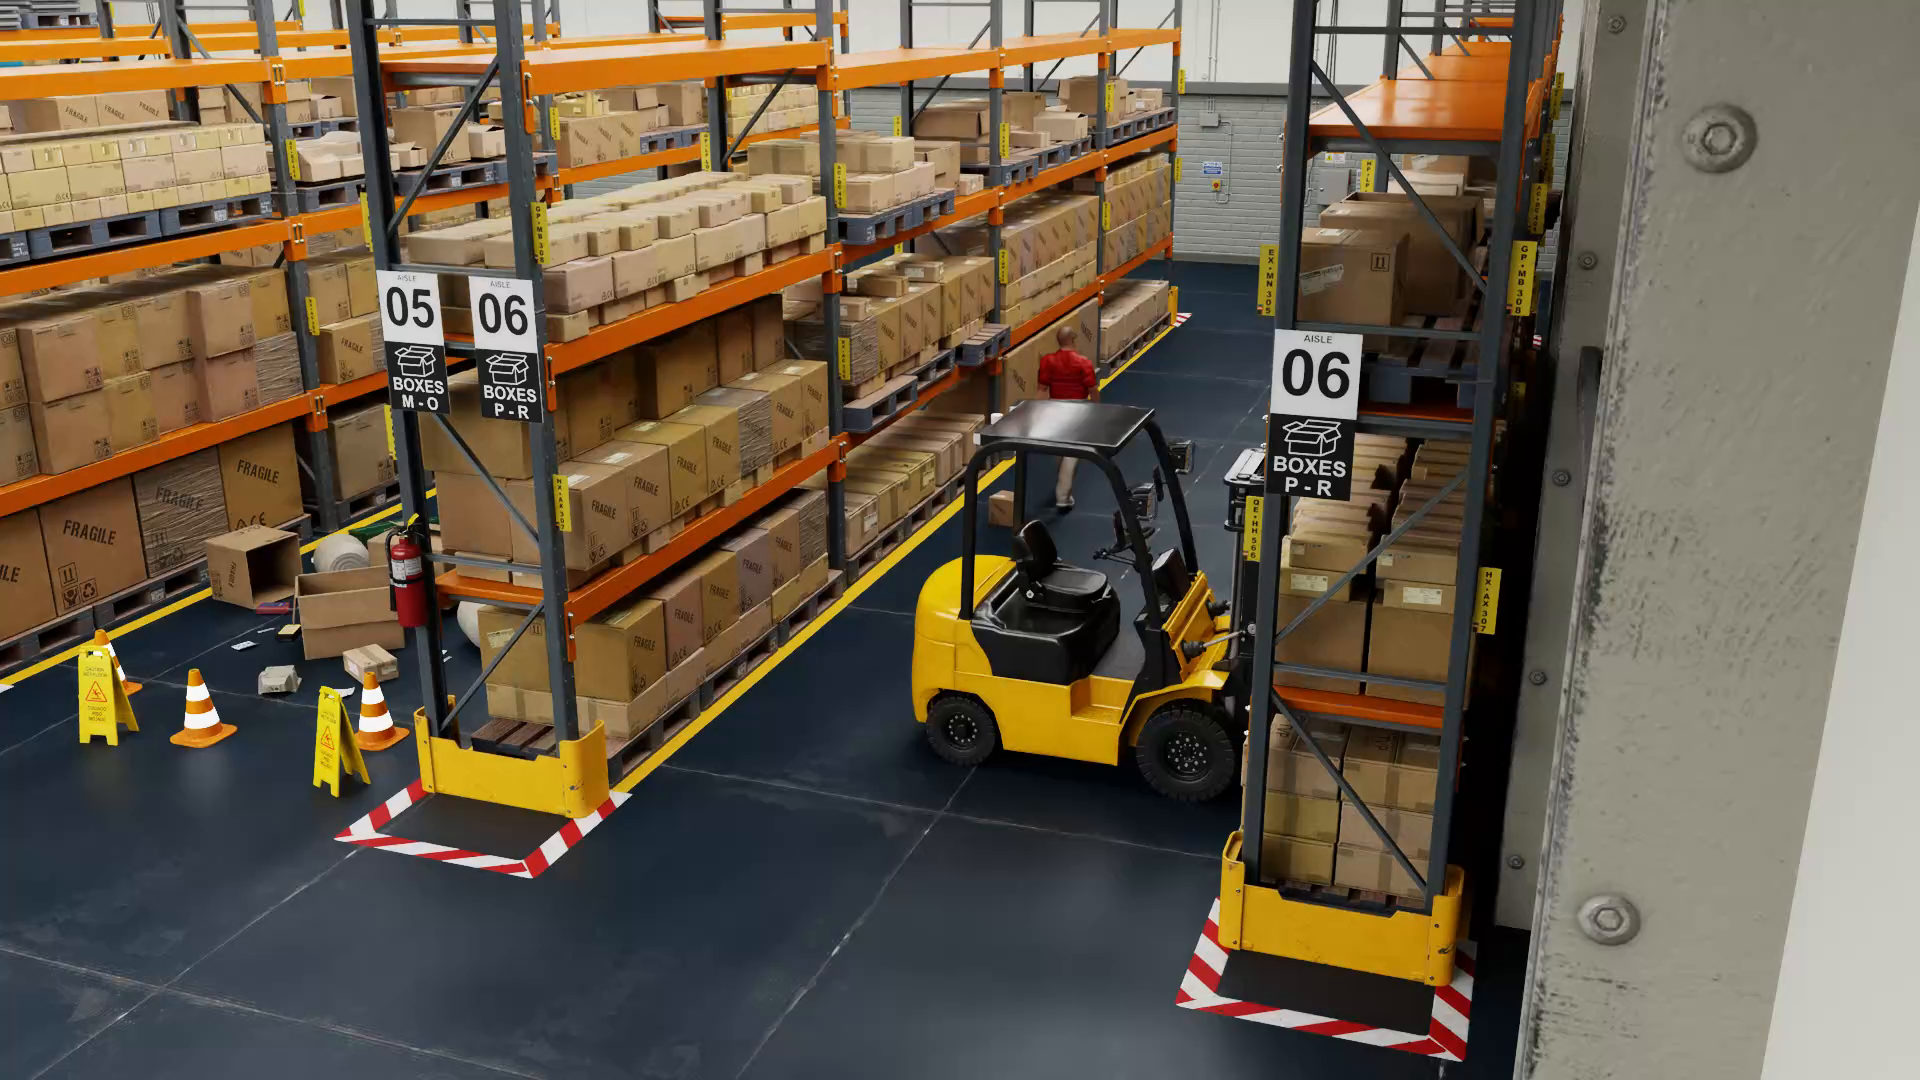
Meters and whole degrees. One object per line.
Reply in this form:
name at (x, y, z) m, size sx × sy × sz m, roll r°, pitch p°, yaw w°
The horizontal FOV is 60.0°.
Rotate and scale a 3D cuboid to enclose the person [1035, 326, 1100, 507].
person at (1.049, -1.214, 15.680) m, size 0.574 × 1.660 × 1.022 m, roll 8°, pitch 20°, yaw 23°
